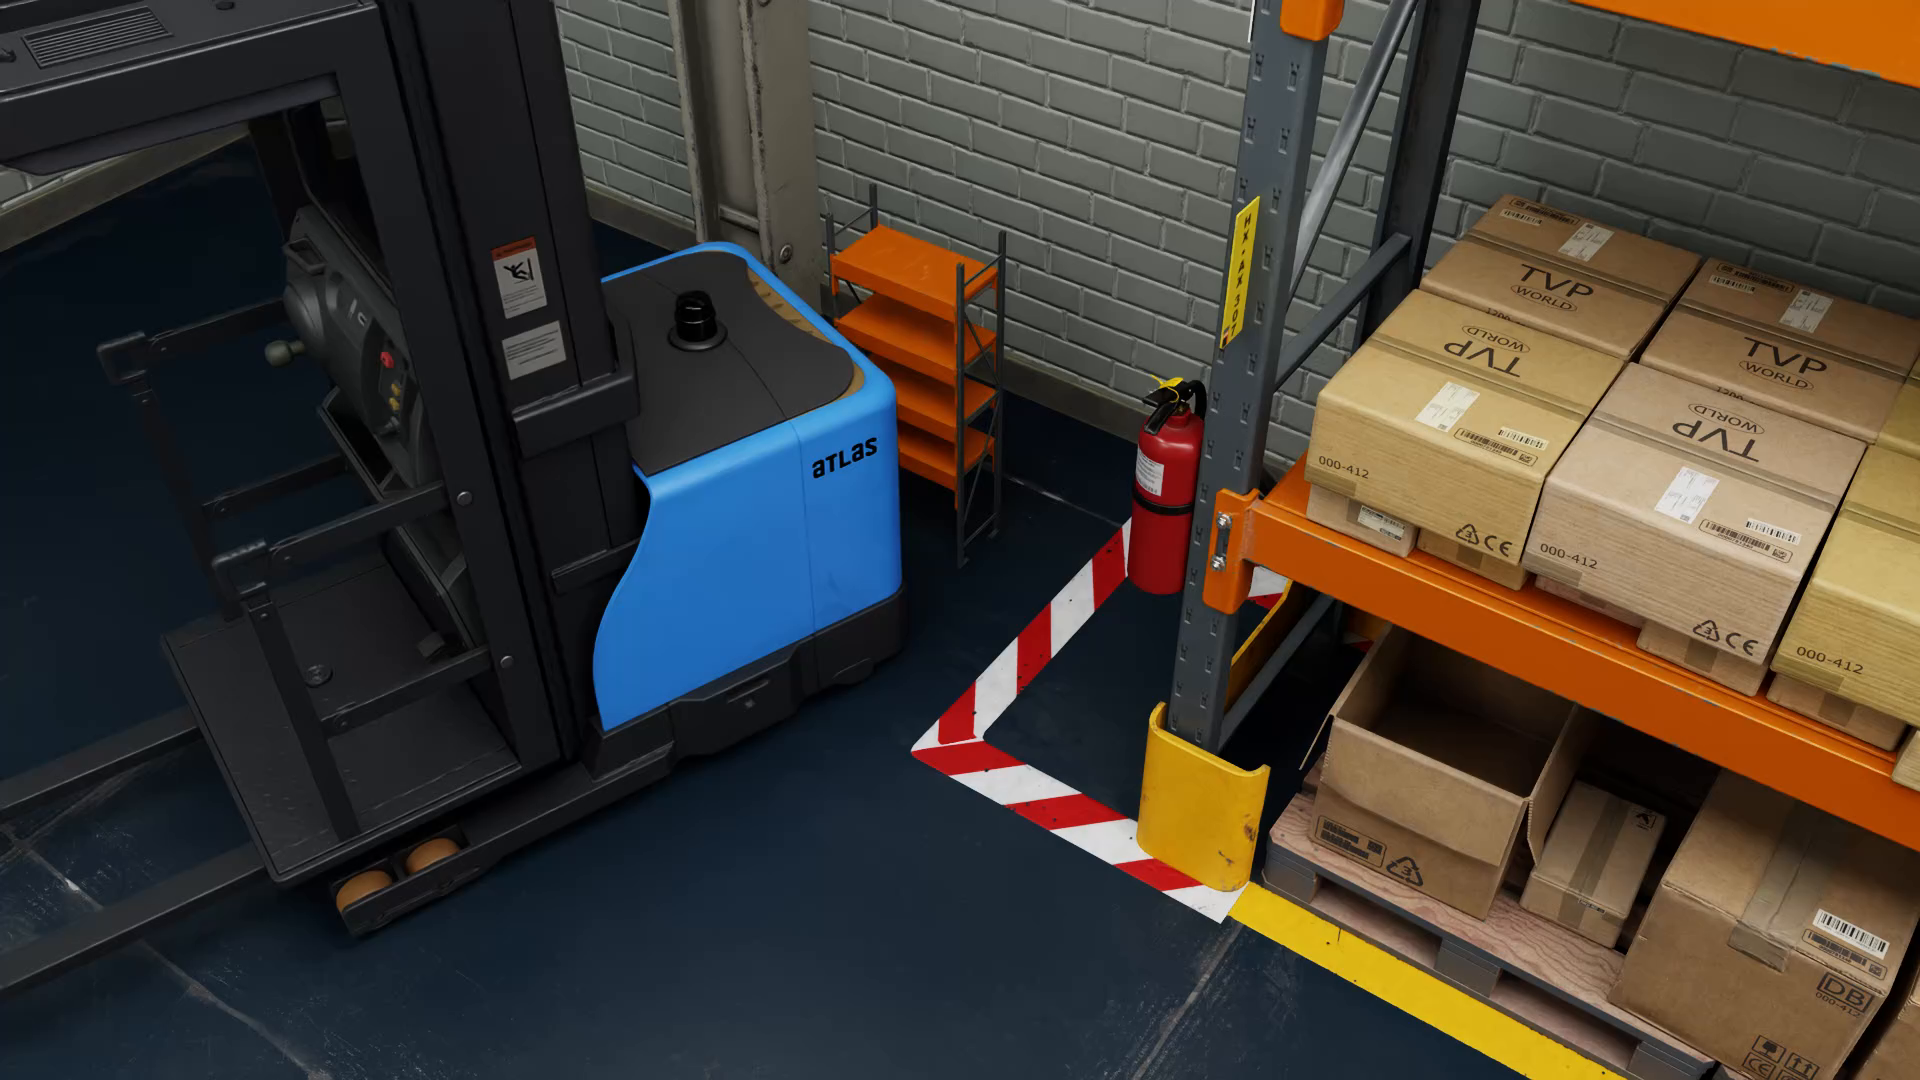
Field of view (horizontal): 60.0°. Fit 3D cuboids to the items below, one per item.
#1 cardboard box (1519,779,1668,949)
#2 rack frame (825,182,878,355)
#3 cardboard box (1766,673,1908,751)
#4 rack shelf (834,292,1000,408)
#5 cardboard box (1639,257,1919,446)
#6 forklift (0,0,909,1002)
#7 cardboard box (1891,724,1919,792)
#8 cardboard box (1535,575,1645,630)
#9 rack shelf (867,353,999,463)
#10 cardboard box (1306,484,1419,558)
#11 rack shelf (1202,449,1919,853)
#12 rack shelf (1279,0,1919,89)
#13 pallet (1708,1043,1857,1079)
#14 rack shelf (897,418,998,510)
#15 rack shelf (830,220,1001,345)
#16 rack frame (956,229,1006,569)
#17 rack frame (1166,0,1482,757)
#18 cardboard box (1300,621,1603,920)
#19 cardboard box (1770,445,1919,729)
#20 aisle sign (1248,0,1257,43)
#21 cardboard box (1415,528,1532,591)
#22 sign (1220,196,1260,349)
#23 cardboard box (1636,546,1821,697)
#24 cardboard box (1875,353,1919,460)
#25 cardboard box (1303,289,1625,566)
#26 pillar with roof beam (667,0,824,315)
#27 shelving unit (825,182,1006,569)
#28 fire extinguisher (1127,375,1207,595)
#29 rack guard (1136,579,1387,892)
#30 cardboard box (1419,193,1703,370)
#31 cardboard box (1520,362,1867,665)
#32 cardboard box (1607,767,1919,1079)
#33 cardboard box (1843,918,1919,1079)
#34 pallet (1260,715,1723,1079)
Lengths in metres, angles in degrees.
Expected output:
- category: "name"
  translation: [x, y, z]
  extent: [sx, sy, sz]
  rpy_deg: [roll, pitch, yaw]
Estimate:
- category: "cardboard box"
  translation: [1.668, 0.847, 4.377]
  extent: [0.250, 0.149, 0.380]
  rpy_deg: [23, 47, 24]
- category: "rack frame"
  translation: [-0.335, -0.604, 5.525]
  extent: [0.015, 1.200, 0.240]
  rpy_deg: [25, 48, 25]
- category: "cardboard box"
  translation: [1.870, 0.223, 3.440]
  extent: [0.250, 0.149, 0.380]
  rpy_deg: [26, 48, 26]
- category: "rack shelf"
  translation: [-0.136, -0.627, 5.316]
  extent: [0.480, 0.148, 0.258]
  rpy_deg: [25, 48, 25]
- category: "cardboard box"
  translation: [1.847, -0.355, 3.786]
  extent: [0.500, 0.250, 0.500]
  rpy_deg: [25, 48, 25]
- category: "forklift"
  translation: [-1.664, -0.427, 4.029]
  extent: [3.031, 2.935, 1.130]
  rpy_deg: [-25, 47, -25]
- category: "cardboard box"
  translation: [2.034, 0.360, 3.286]
  extent: [0.250, 0.149, 0.380]
  rpy_deg: [24, 47, 24]
- category: "cardboard box"
  translation: [1.478, -0.006, 3.696]
  extent: [0.250, 0.149, 0.380]
  rpy_deg: [24, 47, 25]
- category: "rack shelf"
  translation: [-0.136, -0.460, 5.466]
  extent: [0.480, 0.148, 0.258]
  rpy_deg: [25, 48, 25]
- category: "cardboard box"
  translation: [1.008, -0.160, 3.868]
  extent: [0.250, 0.149, 0.380]
  rpy_deg: [25, 47, 25]
- category: "rack shelf"
  translation: [2.534, 0.505, 3.476]
  extent: [4.000, 0.370, 1.077]
  rpy_deg: [25, 48, 25]
- category: "rack shelf"
  translation: [2.534, -0.613, 2.476]
  extent: [4.000, 0.370, 1.077]
  rpy_deg: [25, 48, 25]
- category: "pallet"
  translation: [2.606, 1.311, 4.126]
  extent: [1.213, 0.211, 1.003]
  rpy_deg: [25, 48, 25]
- category: "rack shelf"
  translation: [-0.136, -0.312, 5.598]
  extent: [0.480, 0.148, 0.258]
  rpy_deg: [25, 48, 25]
- category: "rack shelf"
  translation: [-0.136, -0.803, 5.159]
  extent: [0.480, 0.148, 0.258]
  rpy_deg: [25, 48, 25]
- category: "rack frame"
  translation: [0.064, -0.417, 5.316]
  extent: [0.015, 1.200, 0.240]
  rpy_deg: [25, 48, 25]
- category: "rack frame"
  translation: [0.896, -0.529, 4.092]
  extent: [0.127, 3.000, 1.000]
  rpy_deg: [25, 48, 25]
- category: "cardboard box"
  translation: [1.343, 0.531, 4.465]
  extent: [0.637, 0.503, 0.797]
  rpy_deg: [23, 47, 24]
- category: "cardboard box"
  translation: [1.943, 0.122, 3.254]
  extent: [0.500, 0.250, 0.500]
  rpy_deg: [24, 47, 25]
- category: "aisle sign"
  translation: [0.672, -1.364, 3.075]
  extent: [0.004, 0.787, 0.394]
  rpy_deg: [25, 48, 25]
- category: "cardboard box"
  translation: [1.243, -0.088, 3.787]
  extent: [0.250, 0.149, 0.380]
  rpy_deg: [26, 48, 26]
- category: "sign"
  translation: [0.585, -0.556, 3.472]
  extent: [0.005, 0.325, 0.100]
  rpy_deg: [25, 48, 25]
- category: "cardboard box"
  translation: [1.650, 0.124, 3.550]
  extent: [0.250, 0.149, 0.380]
  rpy_deg: [27, 48, 27]
- category: "cardboard box"
  translation: [2.249, -0.163, 3.572]
  extent: [0.500, 0.250, 0.500]
  rpy_deg: [27, 48, 27]
- category: "cardboard box"
  translation: [1.113, -0.263, 3.684]
  extent: [0.500, 0.250, 0.500]
  rpy_deg: [25, 48, 26]
- category: "pillar with roof beam"
  translation: [-3.266, -1.939, 1.169]
  extent: [0.400, 9.000, 9.100]
  rpy_deg: [25, 48, 25]
- category: "shelving unit"
  translation: [-0.136, -0.510, 5.421]
  extent: [0.503, 1.200, 0.258]
  rpy_deg: [25, 48, 25]
- category: "fire extinguisher"
  translation: [0.510, -0.165, 4.023]
  extent: [0.183, 0.674, 0.296]
  rpy_deg: [25, 48, 25]
- category: "rack guard"
  translation: [0.958, 0.431, 4.893]
  extent: [0.348, 0.500, 1.175]
  rpy_deg: [25, 48, 25]
- category: "cardboard box"
  translation: [1.425, -0.553, 4.008]
  extent: [0.500, 0.250, 0.500]
  rpy_deg: [26, 48, 26]
- category: "cardboard box"
  translation: [1.526, -0.070, 3.469]
  extent: [0.500, 0.250, 0.500]
  rpy_deg: [26, 48, 26]
- category: "cardboard box"
  translation: [2.020, 0.880, 4.076]
  extent: [0.500, 0.500, 0.700]
  rpy_deg: [27, 48, 27]
- category: "cardboard box"
  translation: [2.396, 1.137, 3.789]
  extent: [0.500, 0.500, 0.500]
  rpy_deg: [26, 48, 26]
- category: "pallet"
  translation: [1.612, 0.844, 4.649]
  extent: [1.213, 0.211, 1.003]
  rpy_deg: [25, 48, 25]
